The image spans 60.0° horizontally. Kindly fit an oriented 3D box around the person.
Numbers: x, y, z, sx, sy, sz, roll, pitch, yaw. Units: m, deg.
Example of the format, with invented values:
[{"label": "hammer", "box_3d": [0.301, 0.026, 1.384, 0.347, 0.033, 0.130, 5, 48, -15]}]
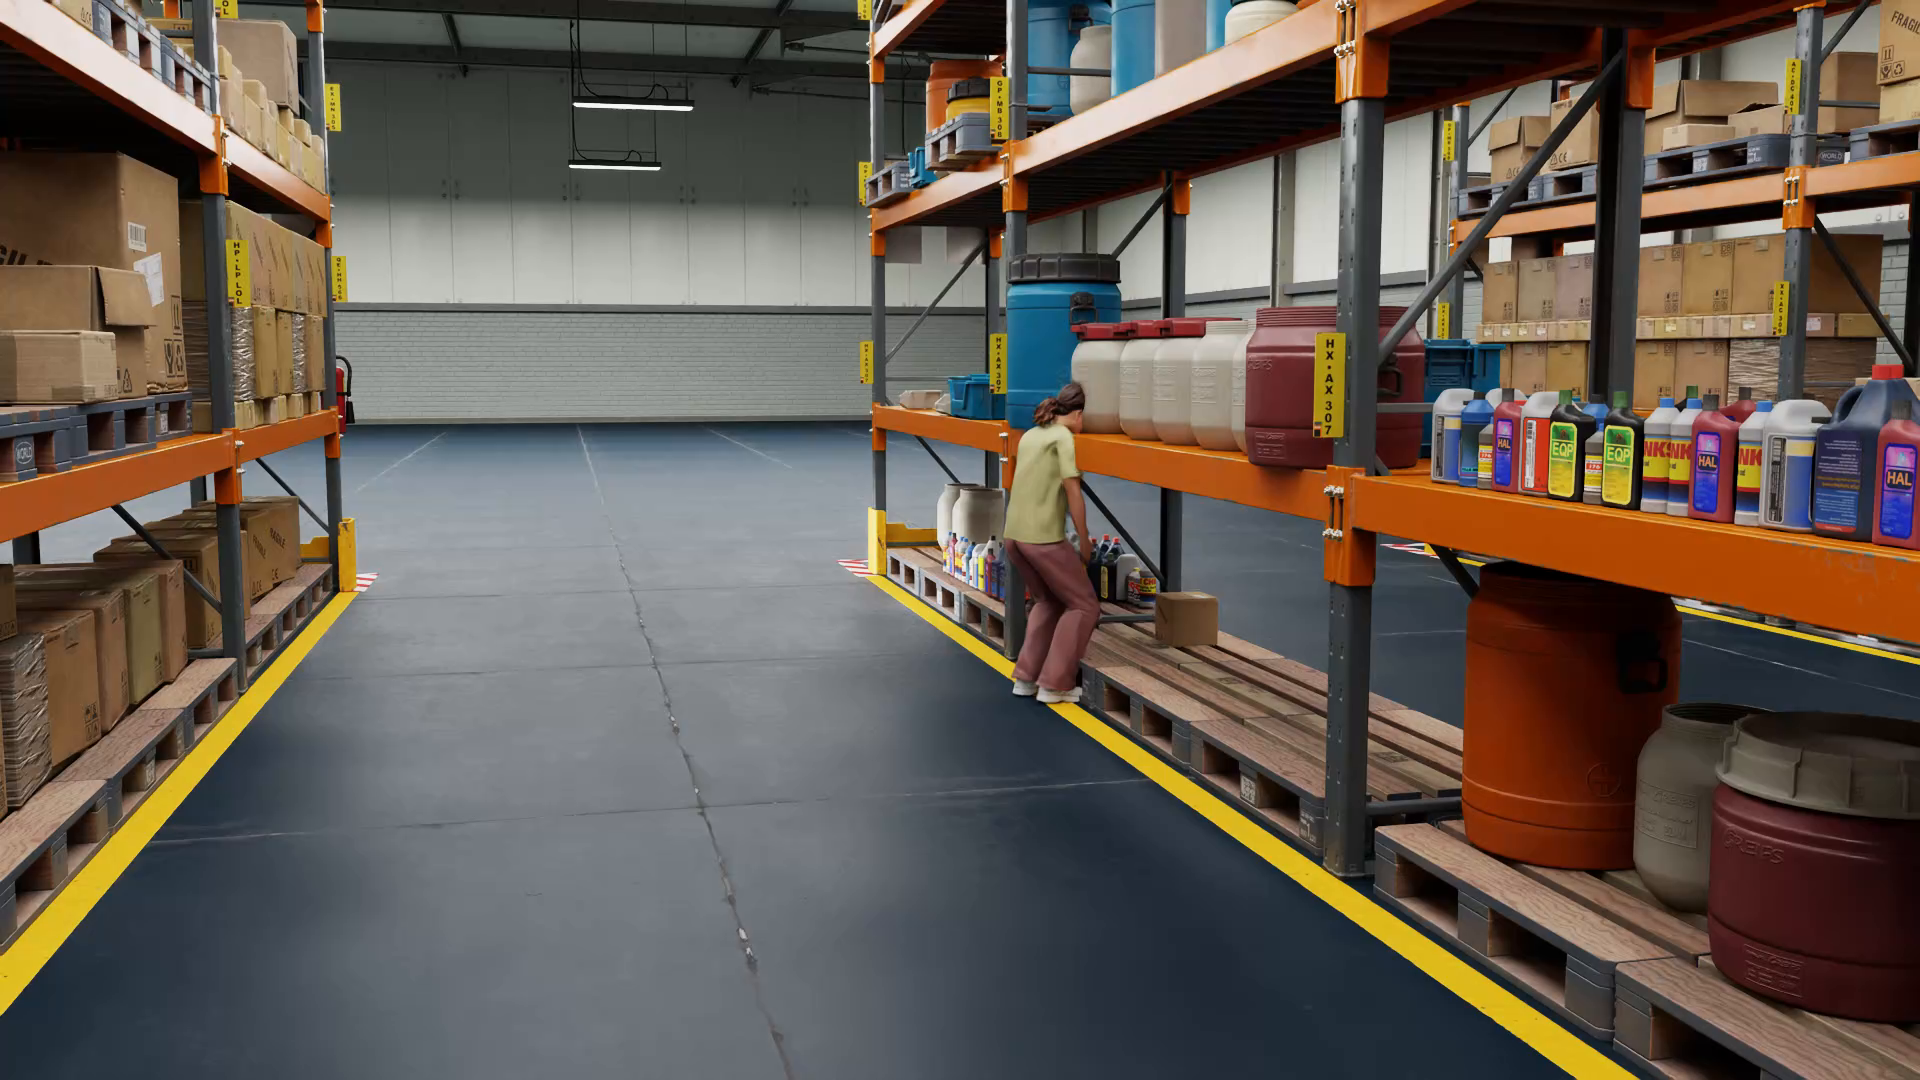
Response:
[{"label": "person", "box_3d": [0.449, 0.007, 8.183, 0.490, 1.555, 0.490, -3, 7, -28]}]
